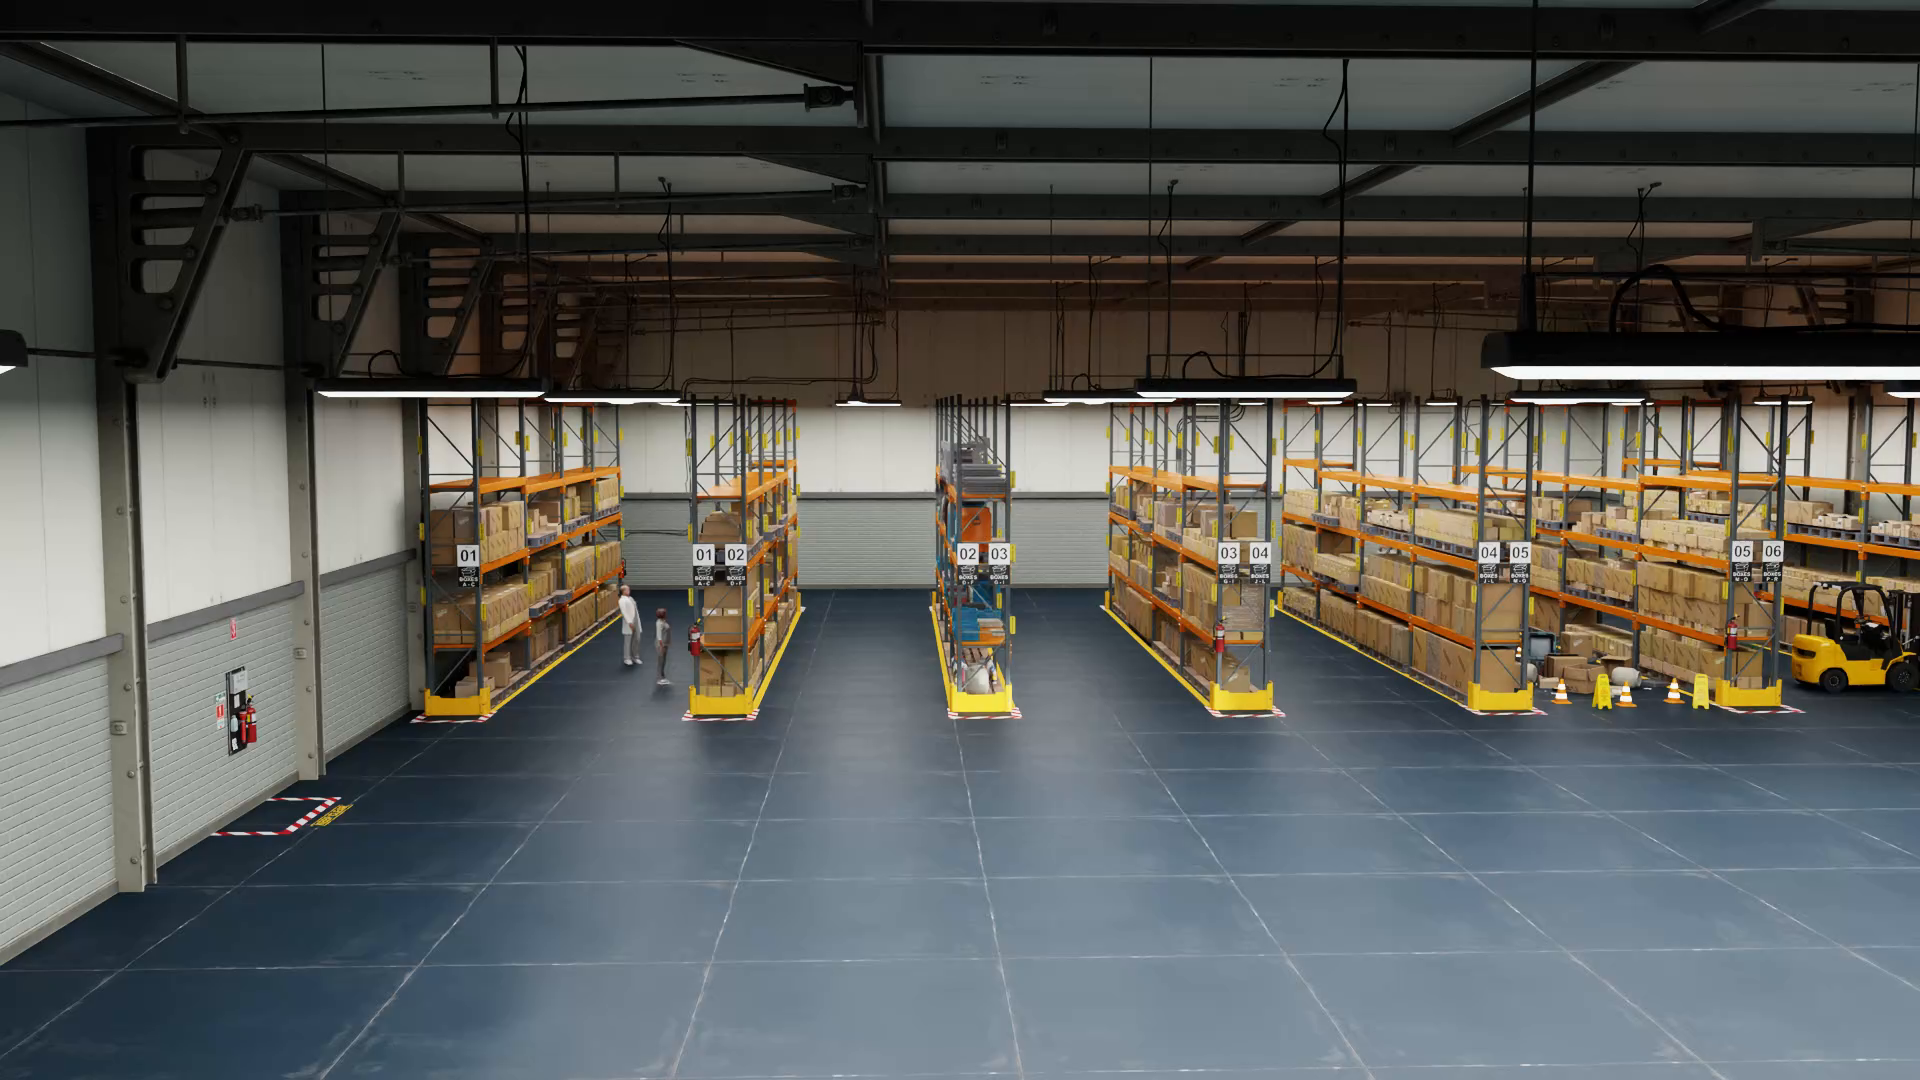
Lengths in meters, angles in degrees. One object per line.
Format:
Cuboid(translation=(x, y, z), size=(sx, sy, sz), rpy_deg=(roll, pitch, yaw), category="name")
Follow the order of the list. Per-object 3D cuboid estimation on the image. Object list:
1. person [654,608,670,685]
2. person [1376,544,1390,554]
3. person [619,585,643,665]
Cuboid(translation=(-6.196, 2.220, 34.584), size=(0.349, 1.574, 0.470), rpy_deg=(1, 5, 14), category="person")
Cuboid(translation=(12.698, 0.882, 50.223), size=(0.522, 1.796, 0.493), rpy_deg=(-1, 5, -18), category="person")
Cuboid(translation=(-7.363, 1.923, 37.344), size=(0.603, 1.823, 0.658), rpy_deg=(3, 6, 37), category="person")
